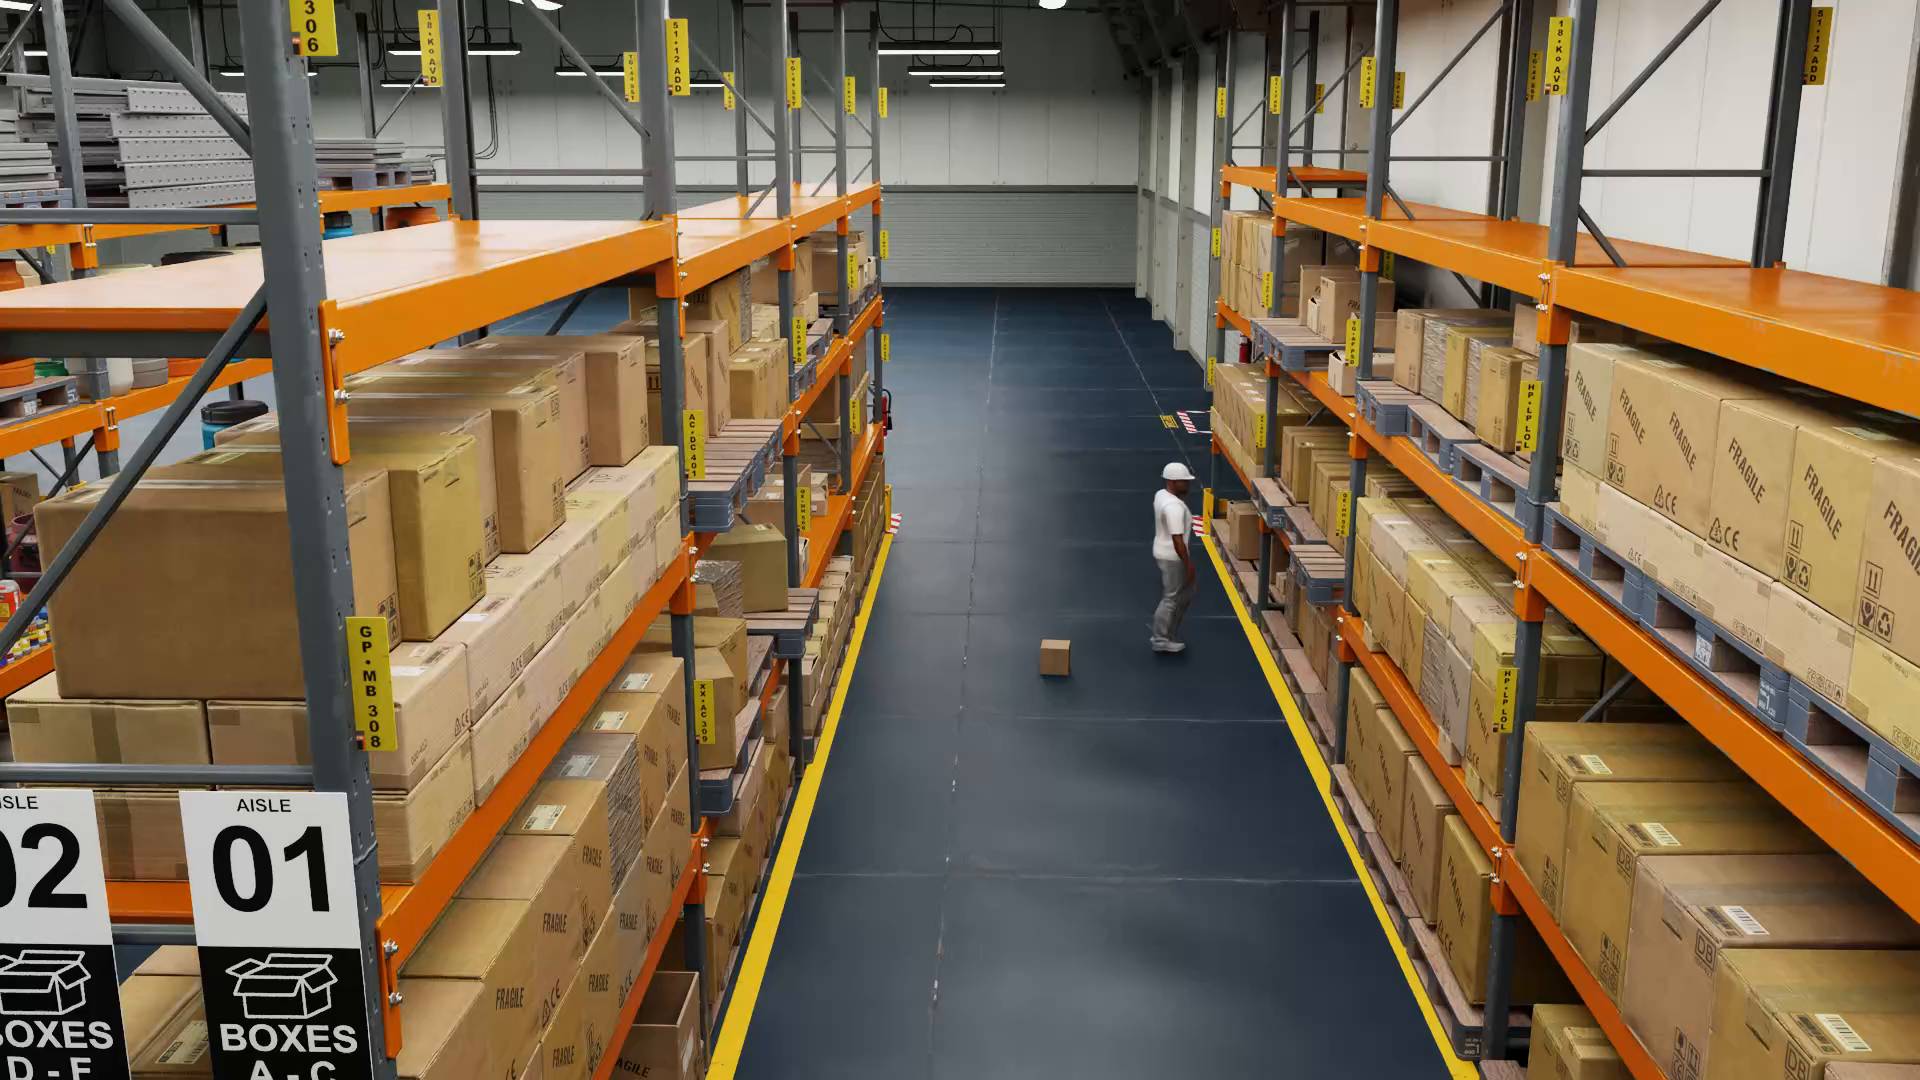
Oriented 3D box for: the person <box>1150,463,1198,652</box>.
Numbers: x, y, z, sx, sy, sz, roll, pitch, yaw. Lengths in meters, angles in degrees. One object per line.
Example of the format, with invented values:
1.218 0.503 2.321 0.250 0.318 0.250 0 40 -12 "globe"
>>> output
1.983 0.173 15.249 0.457 1.804 0.635 0 14 1 "person"
